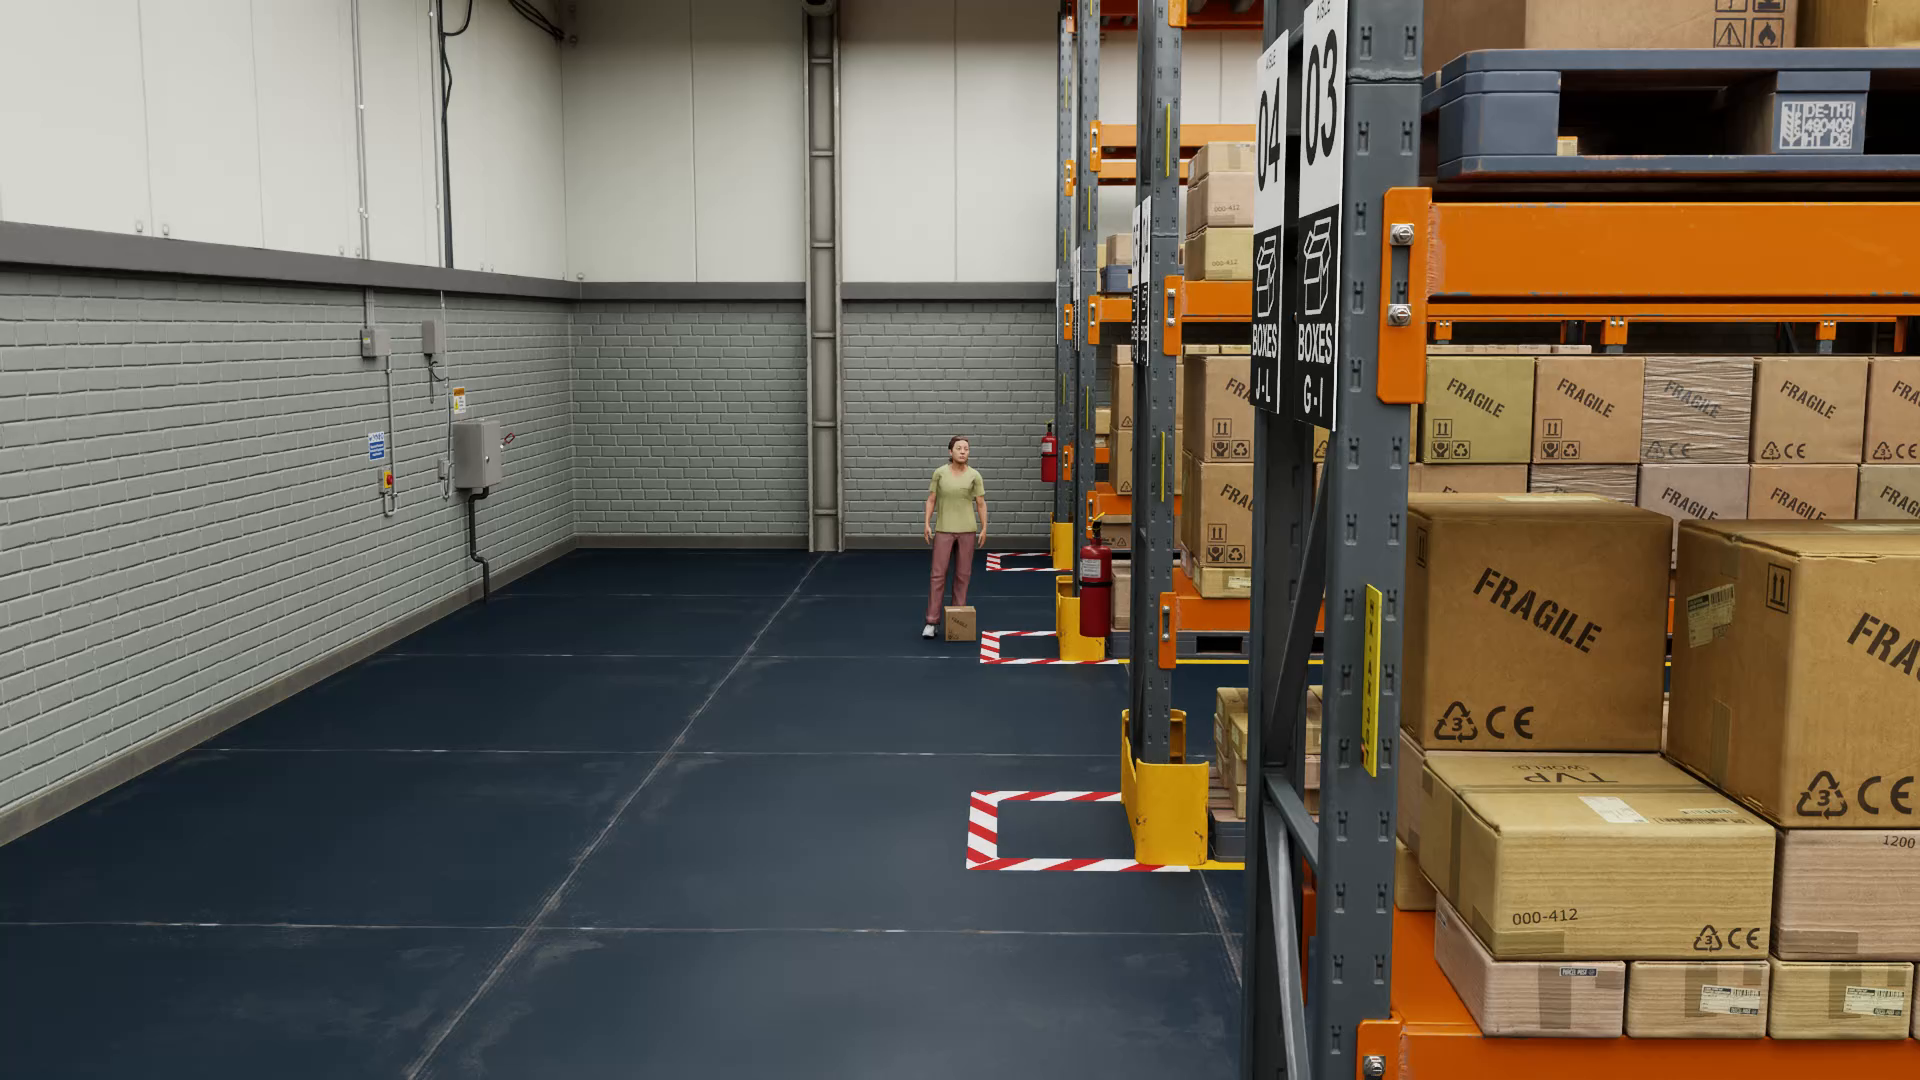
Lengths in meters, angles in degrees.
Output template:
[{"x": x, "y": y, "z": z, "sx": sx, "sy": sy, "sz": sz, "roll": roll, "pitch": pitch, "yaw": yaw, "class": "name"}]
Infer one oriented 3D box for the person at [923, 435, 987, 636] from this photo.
[{"x": -0.043, "y": -0.043, "z": 14.045, "sx": 0.553, "sy": 1.676, "sz": 0.549, "roll": 0, "pitch": 7, "yaw": -2, "class": "person"}]
